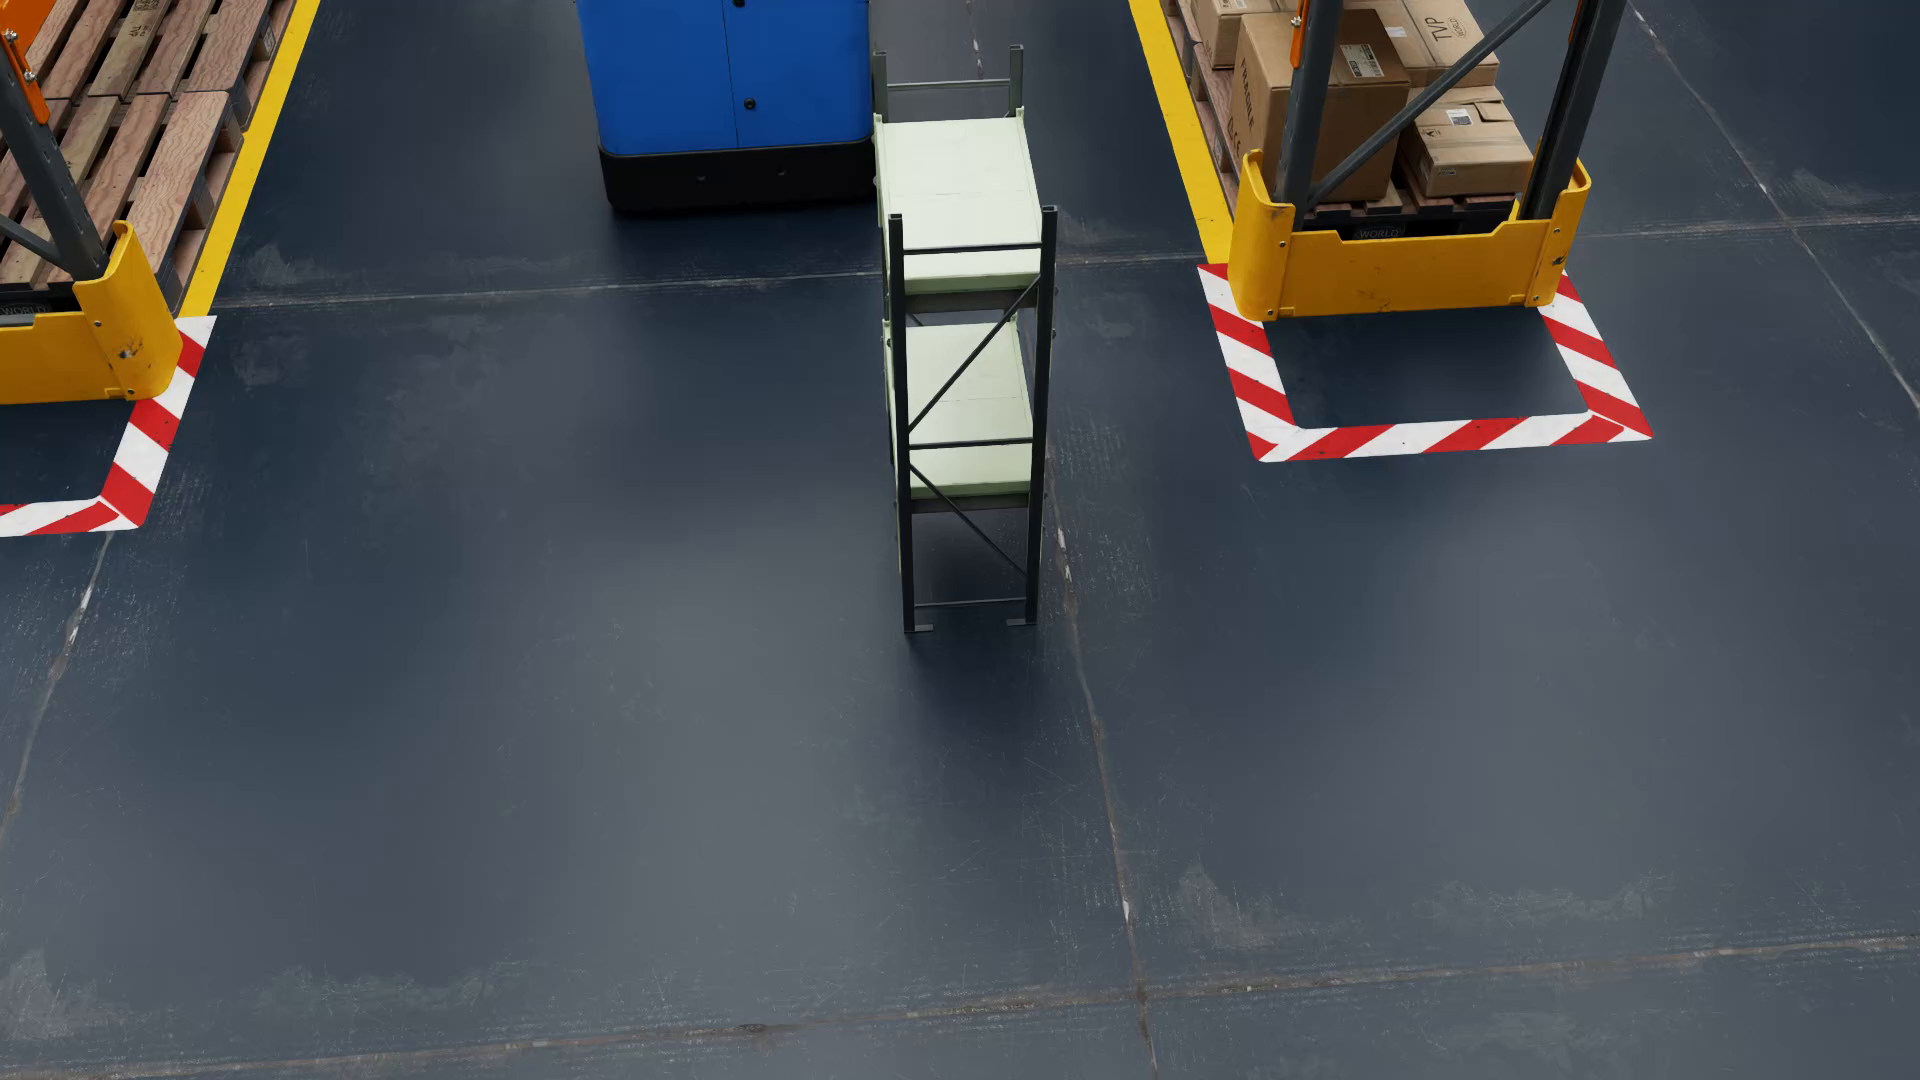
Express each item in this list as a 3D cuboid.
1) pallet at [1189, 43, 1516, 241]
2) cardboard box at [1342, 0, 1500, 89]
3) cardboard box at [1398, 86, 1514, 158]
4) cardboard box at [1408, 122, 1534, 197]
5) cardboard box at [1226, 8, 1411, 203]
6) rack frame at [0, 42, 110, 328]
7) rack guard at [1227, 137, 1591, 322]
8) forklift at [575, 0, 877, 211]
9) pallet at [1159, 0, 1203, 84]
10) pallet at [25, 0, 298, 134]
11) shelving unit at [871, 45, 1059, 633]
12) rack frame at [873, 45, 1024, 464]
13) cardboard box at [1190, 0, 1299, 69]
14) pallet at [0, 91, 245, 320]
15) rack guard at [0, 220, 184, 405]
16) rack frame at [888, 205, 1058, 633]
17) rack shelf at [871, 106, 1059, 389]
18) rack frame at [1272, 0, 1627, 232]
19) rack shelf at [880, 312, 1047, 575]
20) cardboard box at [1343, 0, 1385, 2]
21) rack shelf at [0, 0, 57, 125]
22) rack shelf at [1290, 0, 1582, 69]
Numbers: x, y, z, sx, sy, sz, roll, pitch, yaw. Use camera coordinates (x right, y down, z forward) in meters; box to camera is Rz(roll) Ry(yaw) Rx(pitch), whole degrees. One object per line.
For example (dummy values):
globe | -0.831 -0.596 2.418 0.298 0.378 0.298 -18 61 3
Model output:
pallet | 1.517 -1.593 6.613 1.003 0.211 1.213 -3 47 -3
cardboard box | 1.786 -1.898 6.573 0.500 0.250 0.500 -3 47 -3
cardboard box | 1.877 -1.602 6.349 0.380 0.166 0.250 -3 47 -3
cardboard box | 1.898 -1.415 6.185 0.380 0.149 0.250 -3 47 -3
cardboard box | 1.300 -1.590 6.109 0.500 0.500 0.500 -3 47 -3
rack frame | -3.345 -1.622 4.720 1.000 3.000 0.127 -3 47 -3
rack guard | 1.585 -1.115 5.962 1.175 0.500 0.348 -3 47 -3
forklift | -0.990 -3.339 6.394 1.130 2.935 3.031 -5 47 -4
pallet | 1.418 -2.473 7.447 1.003 0.211 1.213 -3 47 -3
pallet | -3.475 -2.142 7.134 1.003 0.211 1.213 -3 47 -3
shelving unit | -0.001 -0.521 4.710 0.431 1.500 0.755 -3 47 -3
rack frame | -0.031 -0.785 4.961 0.400 1.500 0.023 -3 47 -3
cardboard box | 1.250 -2.193 6.852 0.500 0.250 0.500 -3 47 -3
pallet | -3.376 -1.262 6.300 1.003 0.211 1.213 -3 47 -3
rack guard | -3.330 -0.746 5.612 1.175 0.500 0.348 -3 47 -3
rack frame | 0.030 -0.256 4.459 0.400 1.500 0.023 -3 47 -3
rack shelf | -0.001 -0.789 4.427 0.431 0.370 0.720 -3 47 -3
rack frame | 1.591 -1.920 5.002 1.000 3.000 0.127 -3 47 -3
rack shelf | -0.001 -0.296 4.947 0.431 0.370 0.720 -3 47 -3
cardboard box | 1.744 -2.260 6.915 0.500 0.250 0.500 -3 47 -3
rack shelf | -3.513 -2.821 6.352 1.077 0.370 4.000 -3 47 -3
rack shelf | 1.424 -3.120 6.634 1.077 0.370 4.000 -3 47 -3
